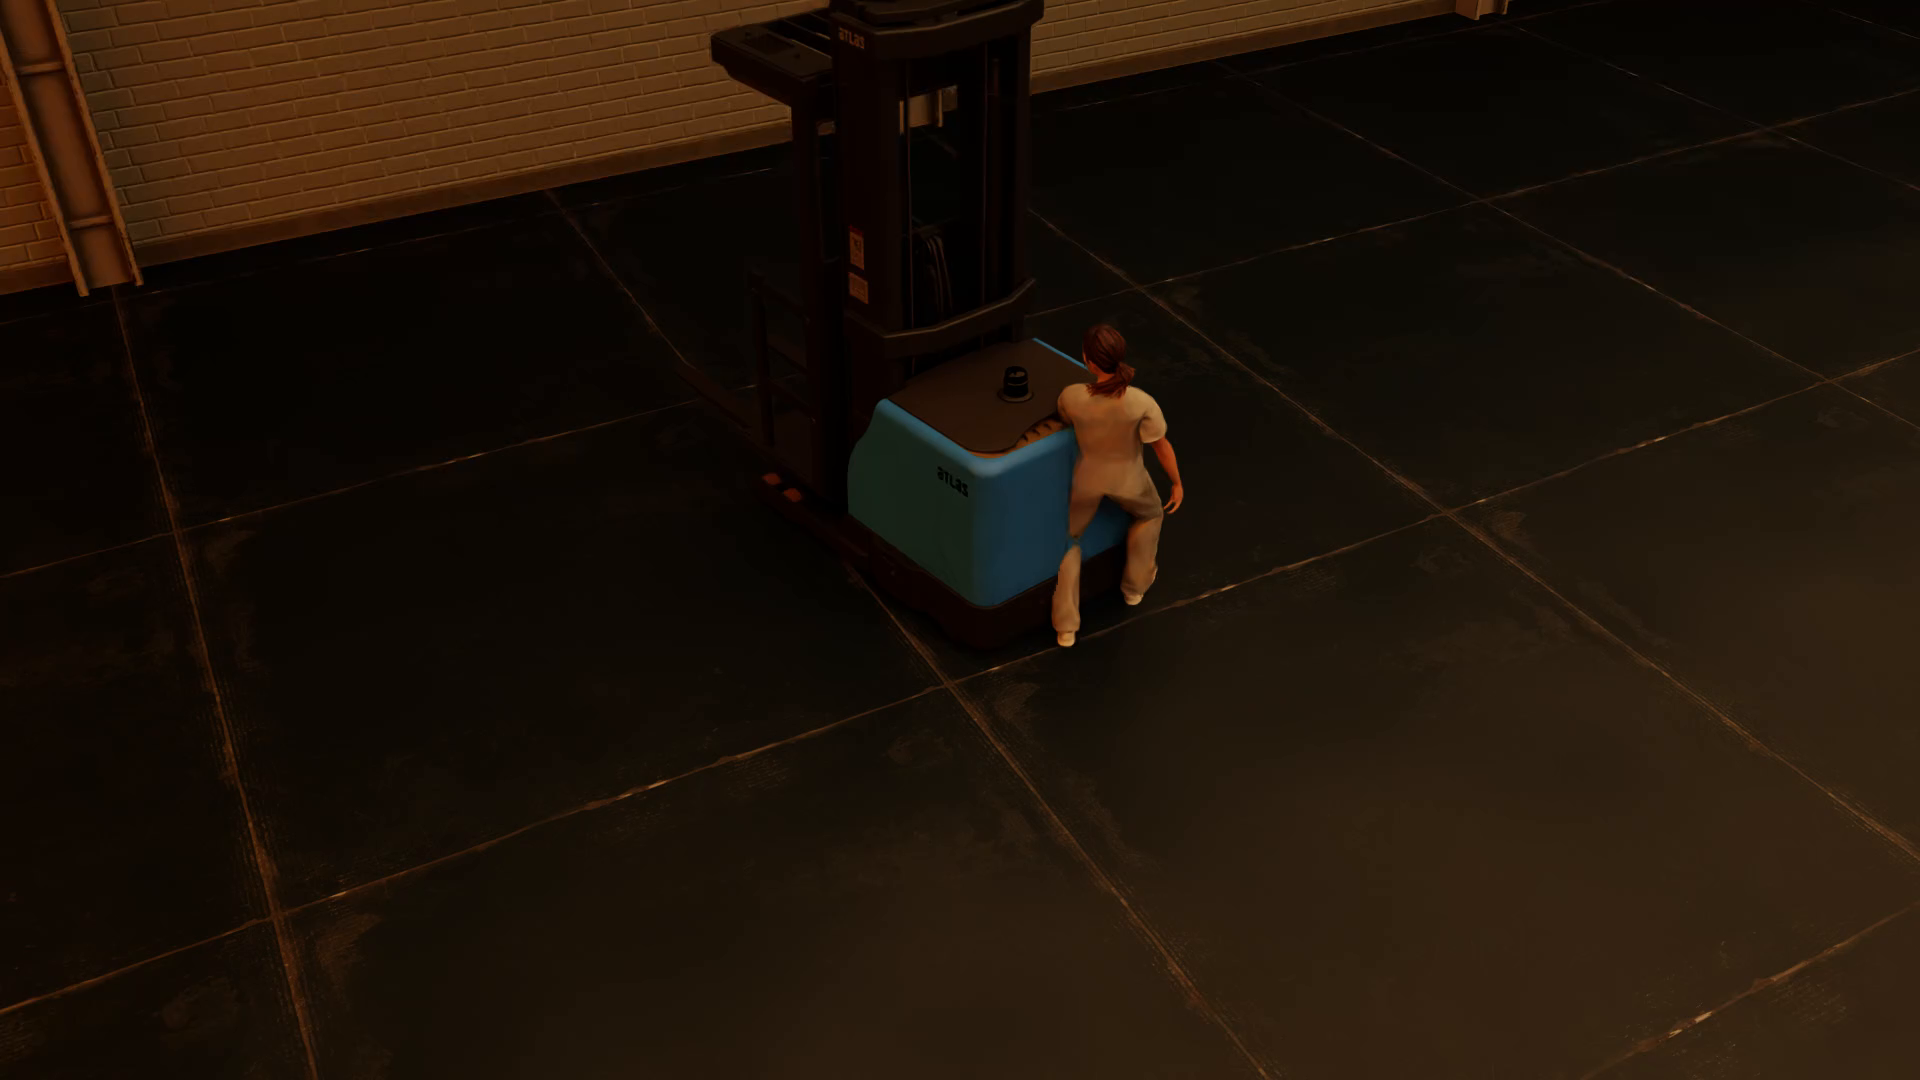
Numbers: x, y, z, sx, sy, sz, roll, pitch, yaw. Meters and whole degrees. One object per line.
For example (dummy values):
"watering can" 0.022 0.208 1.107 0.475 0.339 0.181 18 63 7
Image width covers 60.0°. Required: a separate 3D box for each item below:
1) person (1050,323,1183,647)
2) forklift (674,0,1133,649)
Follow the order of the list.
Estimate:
"person" 0.740 -0.308 7.719 0.602 1.593 0.666 4 35 6
"forklift" -0.452 -1.467 8.198 1.130 2.935 3.031 -25 42 -31
